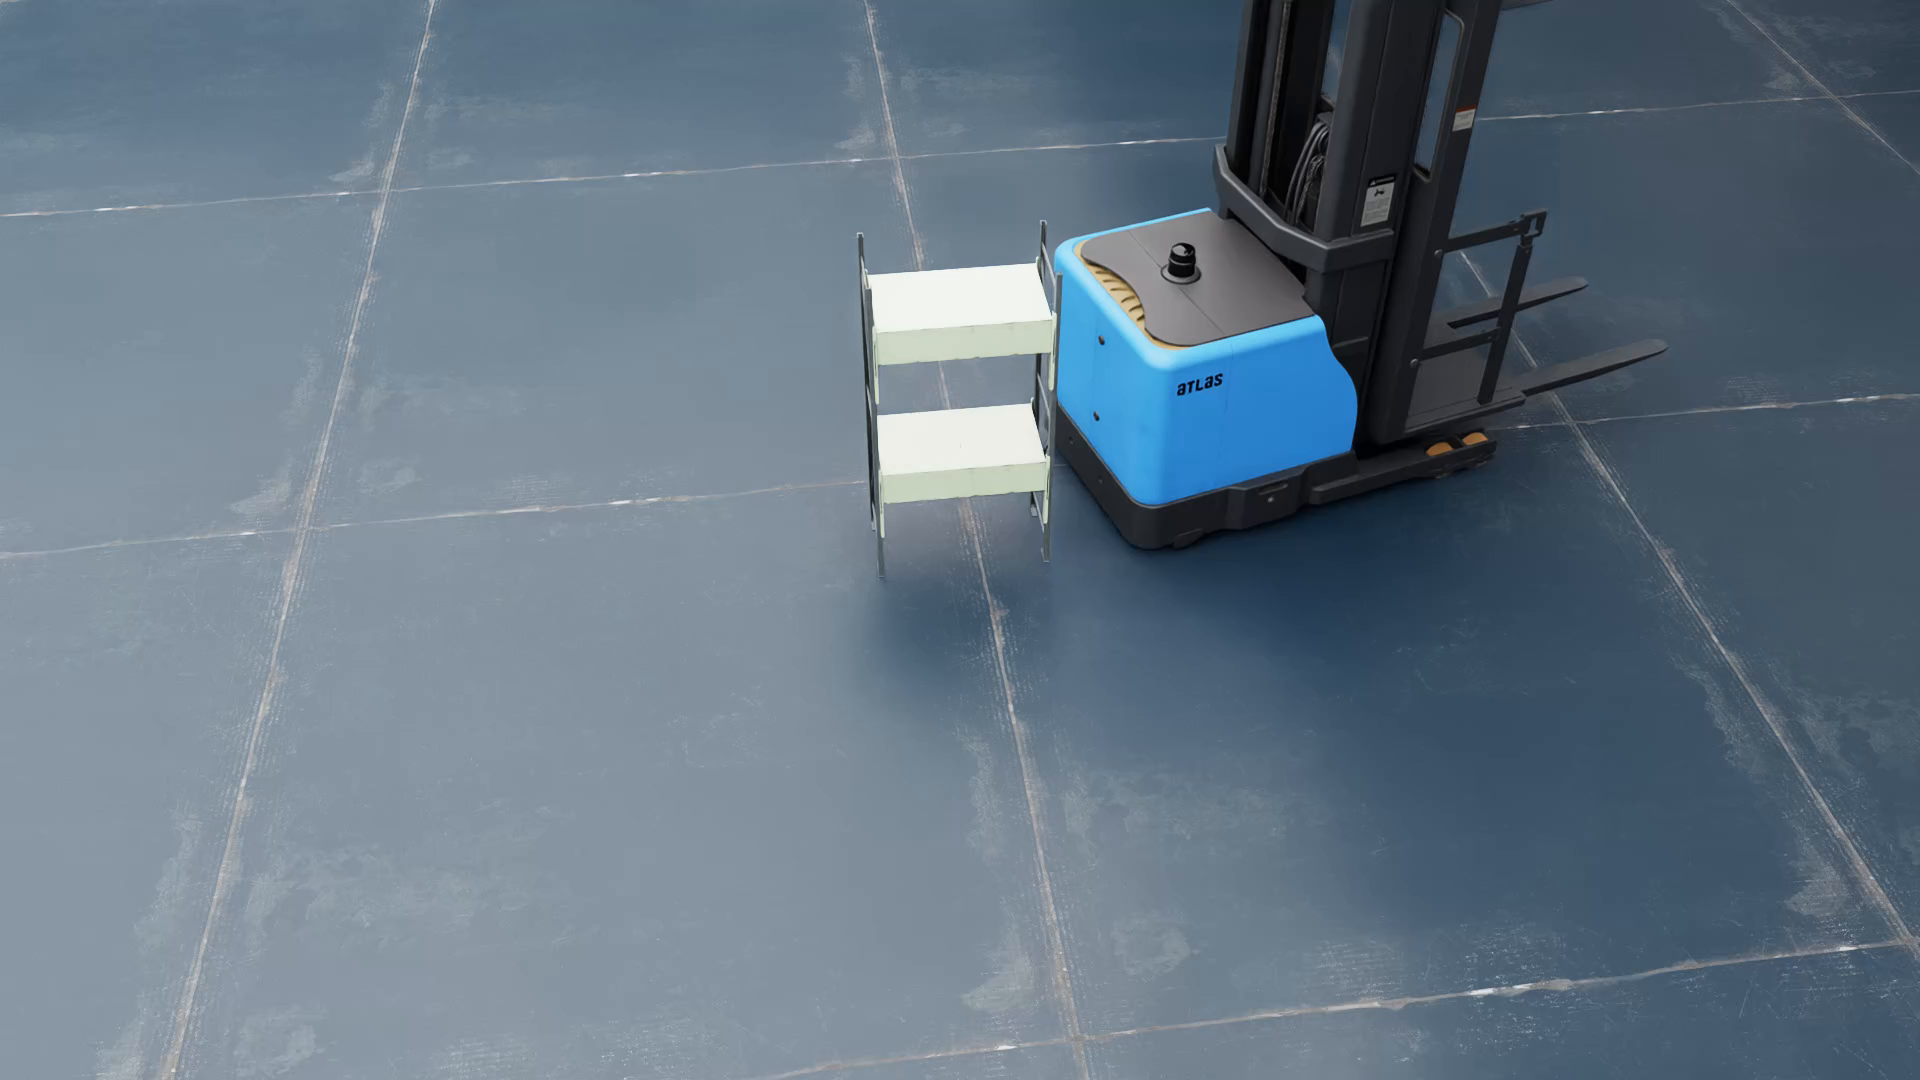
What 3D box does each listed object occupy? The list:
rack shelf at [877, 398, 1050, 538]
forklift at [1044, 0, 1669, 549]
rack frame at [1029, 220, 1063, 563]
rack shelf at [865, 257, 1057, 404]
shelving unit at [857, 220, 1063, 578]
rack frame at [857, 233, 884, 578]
[{"bbox_3d":[-0.007,-0.314,7.181,0.720,0.370,0.431,-5,42,-6],"label":"rack shelf"},{"bbox_3d":[1.969,-1.689,7.150,3.031,2.935,1.130,-16,44,-17],"label":"forklift"},{"bbox_3d":[0.356,-0.588,6.997,0.023,1.500,0.400,-5,42,-6],"label":"rack frame"},{"bbox_3d":[-0.007,-0.846,6.701,0.720,0.370,0.431,-5,42,-6],"label":"rack shelf"},{"bbox_3d":[-0.007,-0.556,6.962,0.755,1.500,0.431,-5,42,-6],"label":"shelving unit"},{"bbox_3d":[-0.370,-0.525,6.927,0.023,1.500,0.400,-5,42,-6],"label":"rack frame"}]
